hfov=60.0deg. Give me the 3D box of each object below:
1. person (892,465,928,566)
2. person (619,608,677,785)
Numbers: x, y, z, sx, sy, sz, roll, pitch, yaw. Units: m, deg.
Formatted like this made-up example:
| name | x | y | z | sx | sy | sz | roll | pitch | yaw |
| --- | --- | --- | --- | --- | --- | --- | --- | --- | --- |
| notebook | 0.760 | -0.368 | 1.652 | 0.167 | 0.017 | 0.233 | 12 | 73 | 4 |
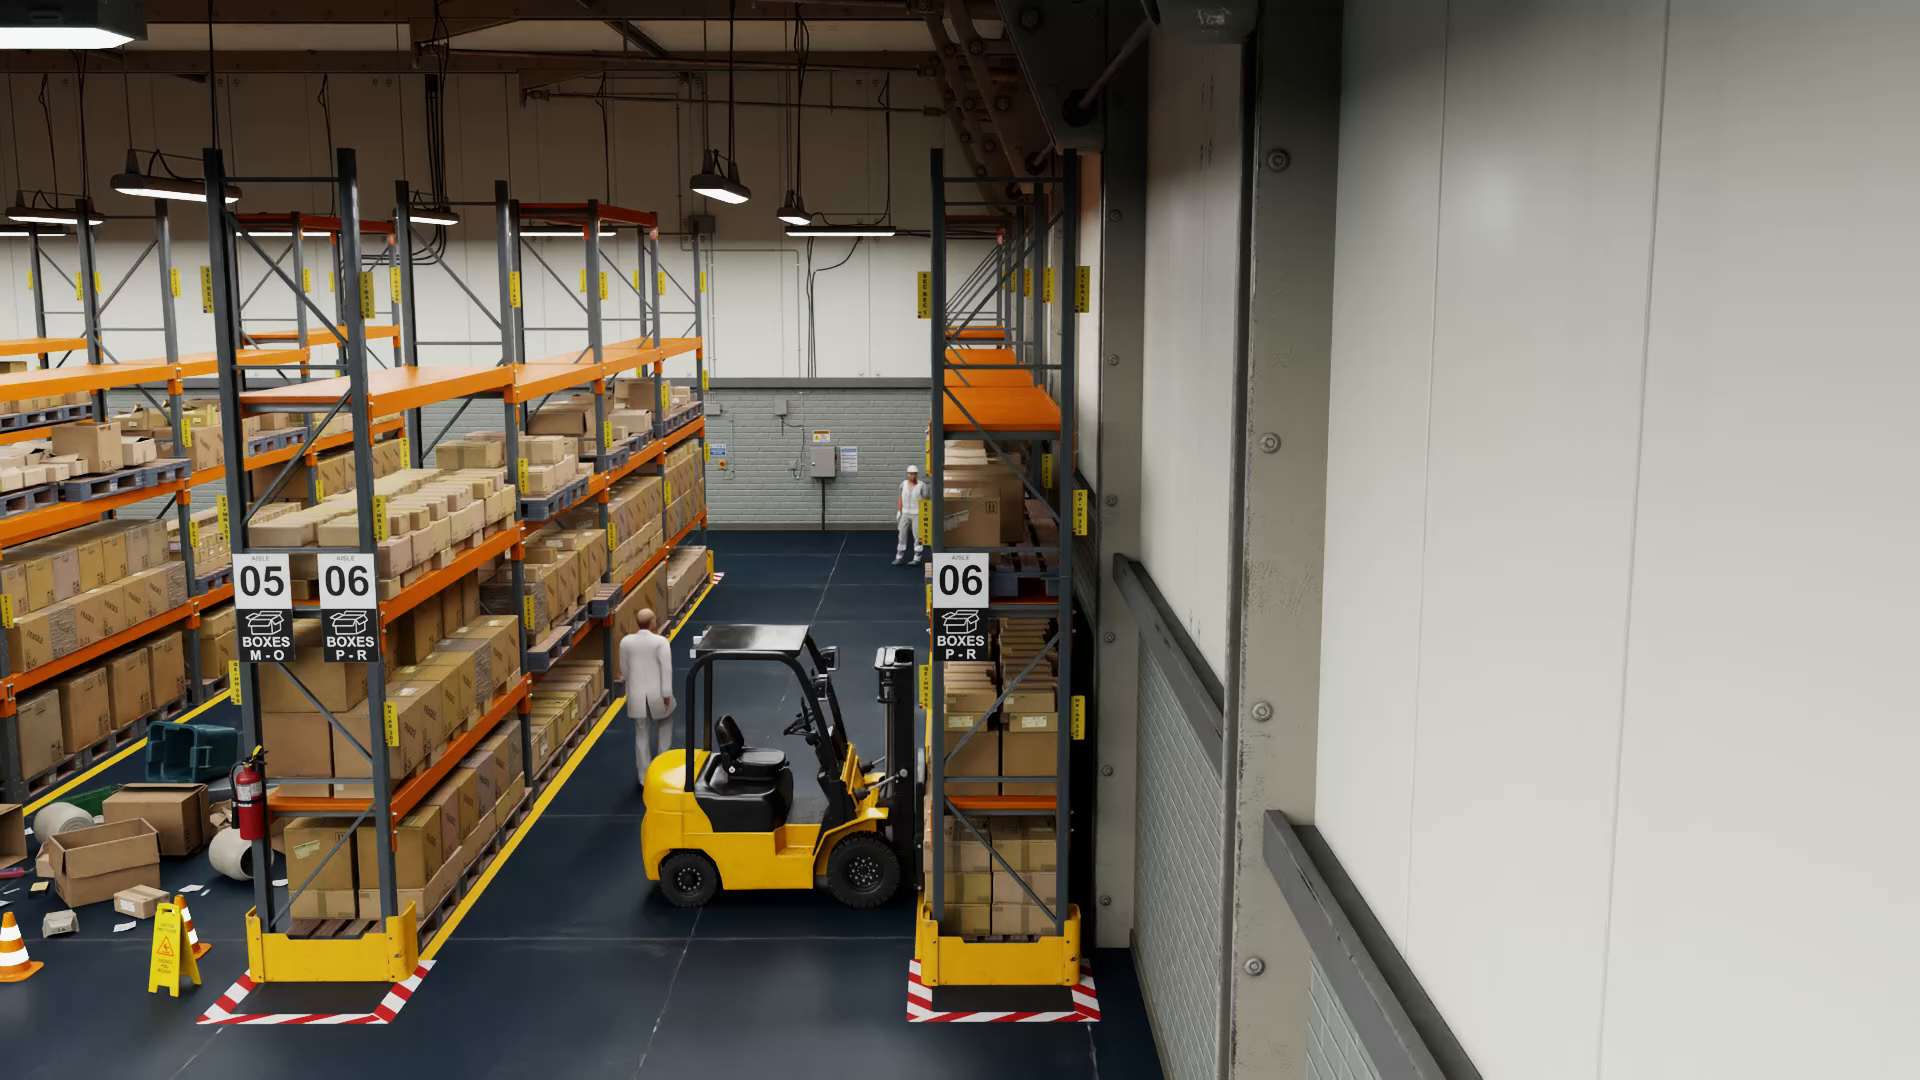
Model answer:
| name | x | y | z | sx | sy | sz | roll | pitch | yaw |
| --- | --- | --- | --- | --- | --- | --- | --- | --- | --- |
| person | -0.870 | -0.434 | 29.558 | 0.623 | 1.794 | 0.492 | 5 | 11 | 30 |
| person | -3.182 | 1.601 | 16.923 | 0.561 | 1.830 | 0.651 | -1 | 9 | -4 |
